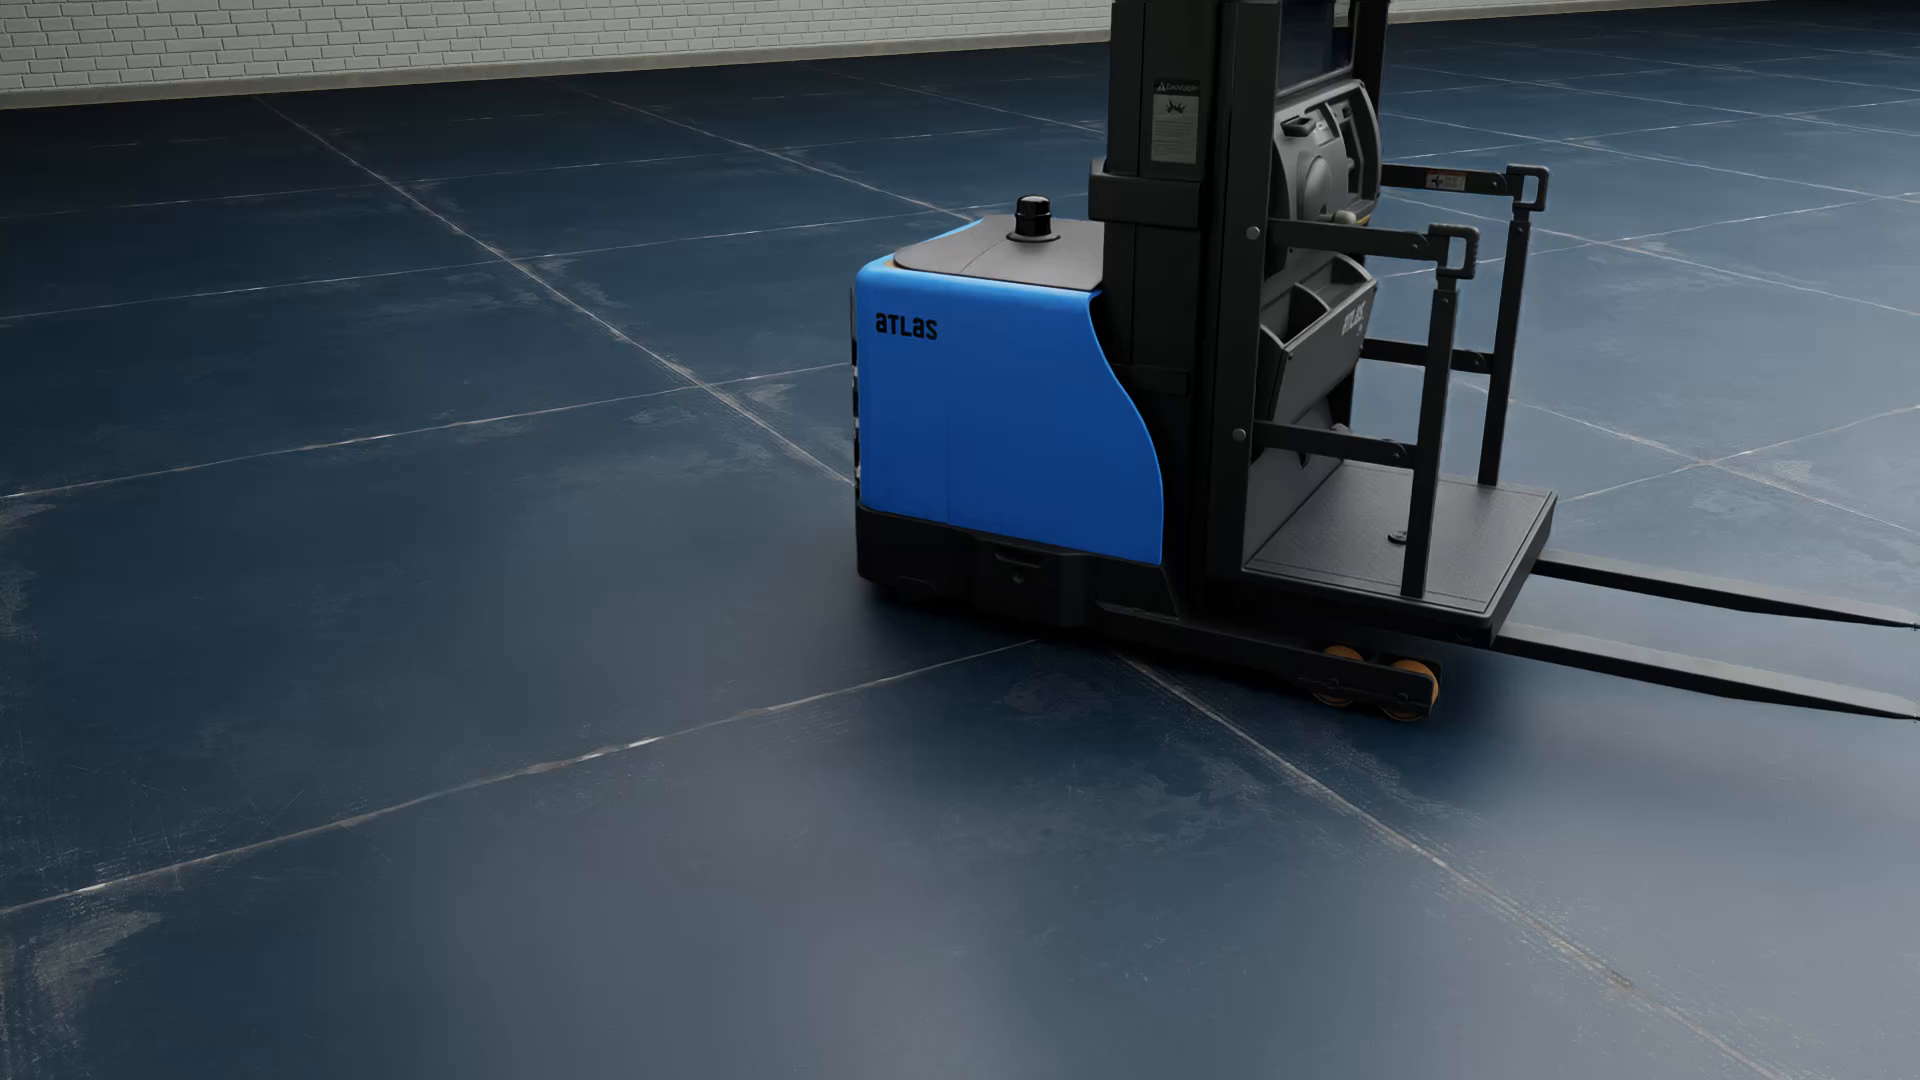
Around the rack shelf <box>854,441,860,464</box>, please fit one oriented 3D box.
[{"bbox_3d":[-0.214,-0.322,5.735,0.200,0.077,0.258,11,25,25],"label":"rack shelf"}]

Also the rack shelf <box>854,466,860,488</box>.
[{"bbox_3d":[-0.214,-0.238,5.769,0.200,0.077,0.258,11,25,25],"label":"rack shelf"}]

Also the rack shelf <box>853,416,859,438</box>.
[{"bbox_3d":[-0.214,-0.405,5.701,0.200,0.077,0.258,11,25,25],"label":"rack shelf"}]

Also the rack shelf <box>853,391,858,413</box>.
[{"bbox_3d":[-0.214,-0.488,5.667,0.200,0.077,0.258,11,25,25],"label":"rack shelf"}]

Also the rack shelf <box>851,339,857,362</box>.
[{"bbox_3d":[-0.214,-0.655,5.600,0.200,0.077,0.258,11,25,25],"label":"rack shelf"}]

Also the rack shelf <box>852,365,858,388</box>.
[{"bbox_3d":[-0.214,-0.572,5.633,0.200,0.077,0.258,11,25,25],"label":"rack shelf"}]

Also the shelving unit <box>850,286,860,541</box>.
[{"bbox_3d":[-0.214,-0.436,5.689,0.210,0.900,0.258,11,25,25],"label":"shelving unit"}]

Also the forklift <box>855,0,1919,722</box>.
[{"bbox_3d":[1.216,-1.085,4.589,3.031,2.935,1.130,11,25,26],"label":"forklift"}]

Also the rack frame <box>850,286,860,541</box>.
[{"bbox_3d":[-0.304,-0.454,5.732,0.006,0.900,0.240,11,25,25],"label":"rack frame"}]
